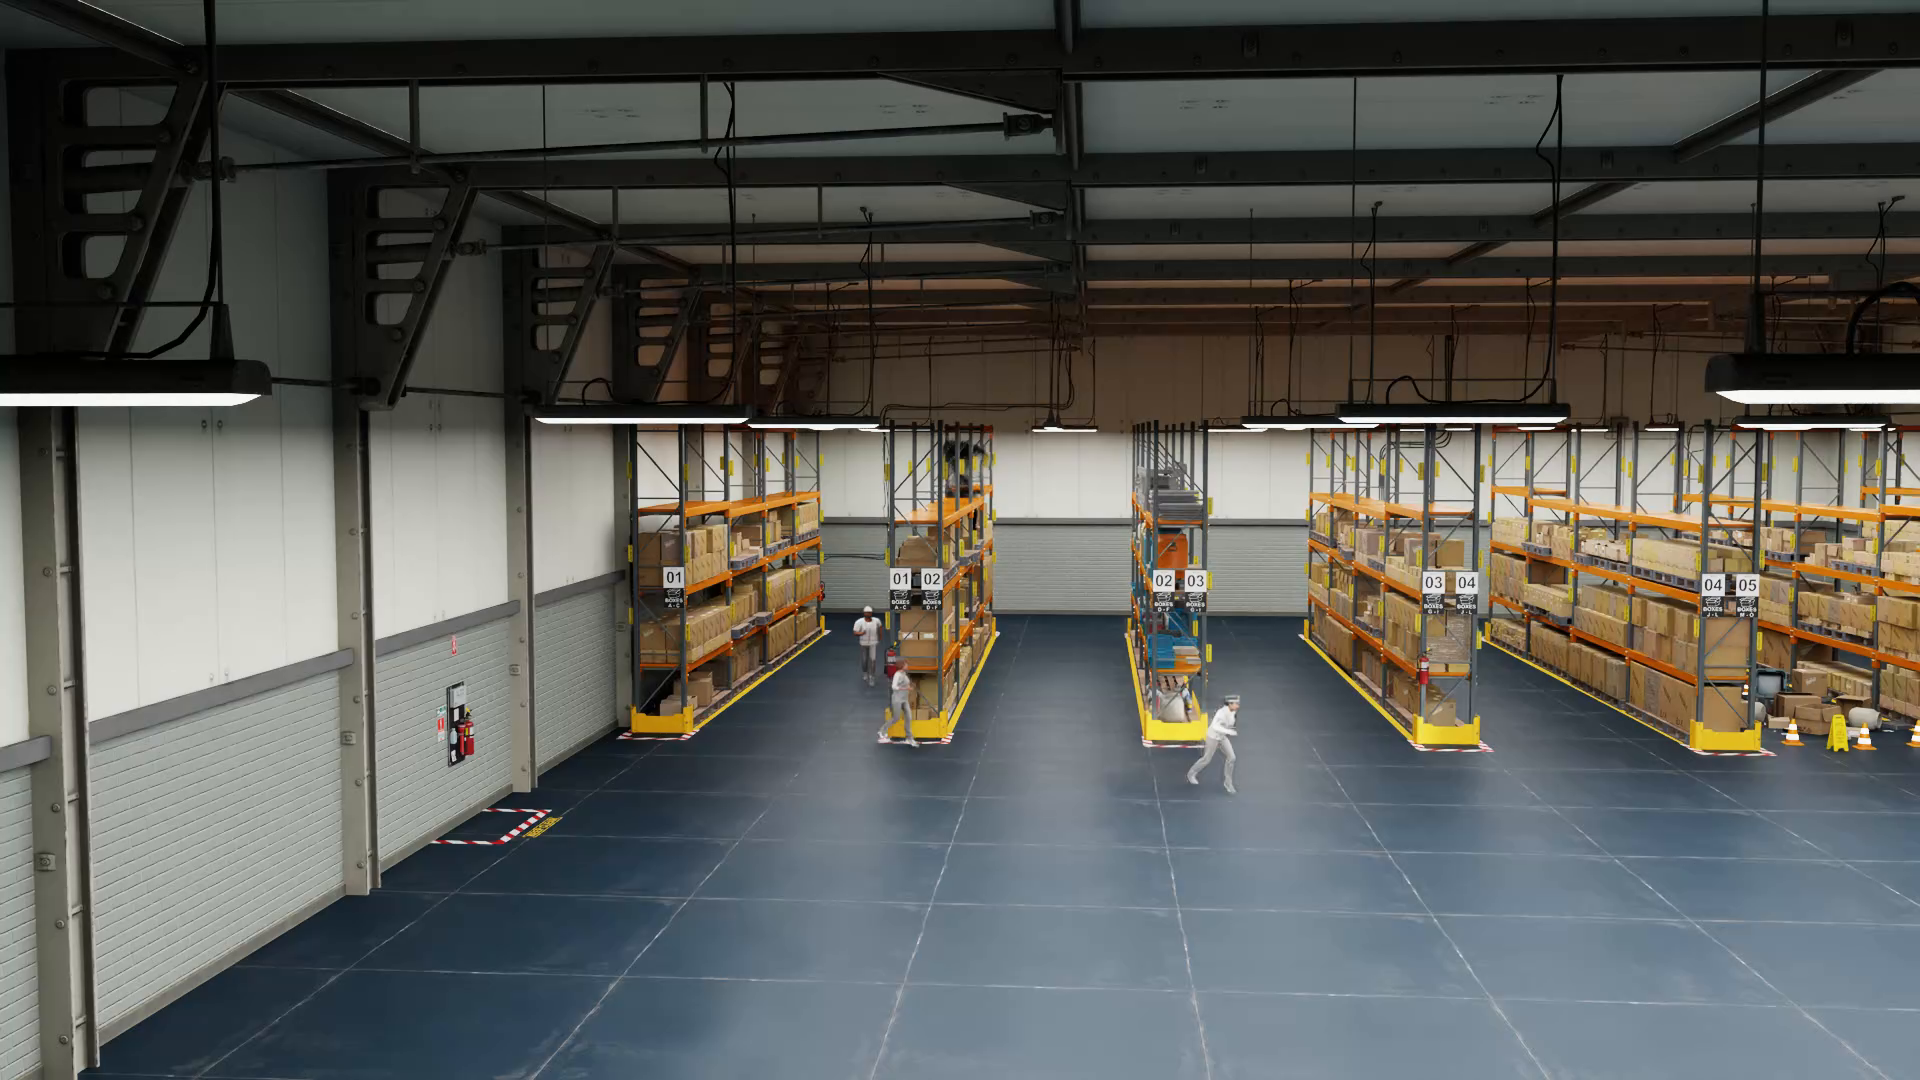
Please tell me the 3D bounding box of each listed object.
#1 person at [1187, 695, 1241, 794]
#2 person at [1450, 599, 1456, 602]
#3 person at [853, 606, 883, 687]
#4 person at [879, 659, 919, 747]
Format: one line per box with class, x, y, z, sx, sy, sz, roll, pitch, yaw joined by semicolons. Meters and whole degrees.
person;4.096;3.263;26.819;0.959;1.623;0.657;3;5;39
person;13.954;1.956;46.731;0.574;1.682;0.735;3;4;35
person;-2.105;2.410;38.097;0.681;1.804;0.897;0;4;-6
person;-1.145;2.986;30.575;0.816;1.619;0.523;2;4;24
